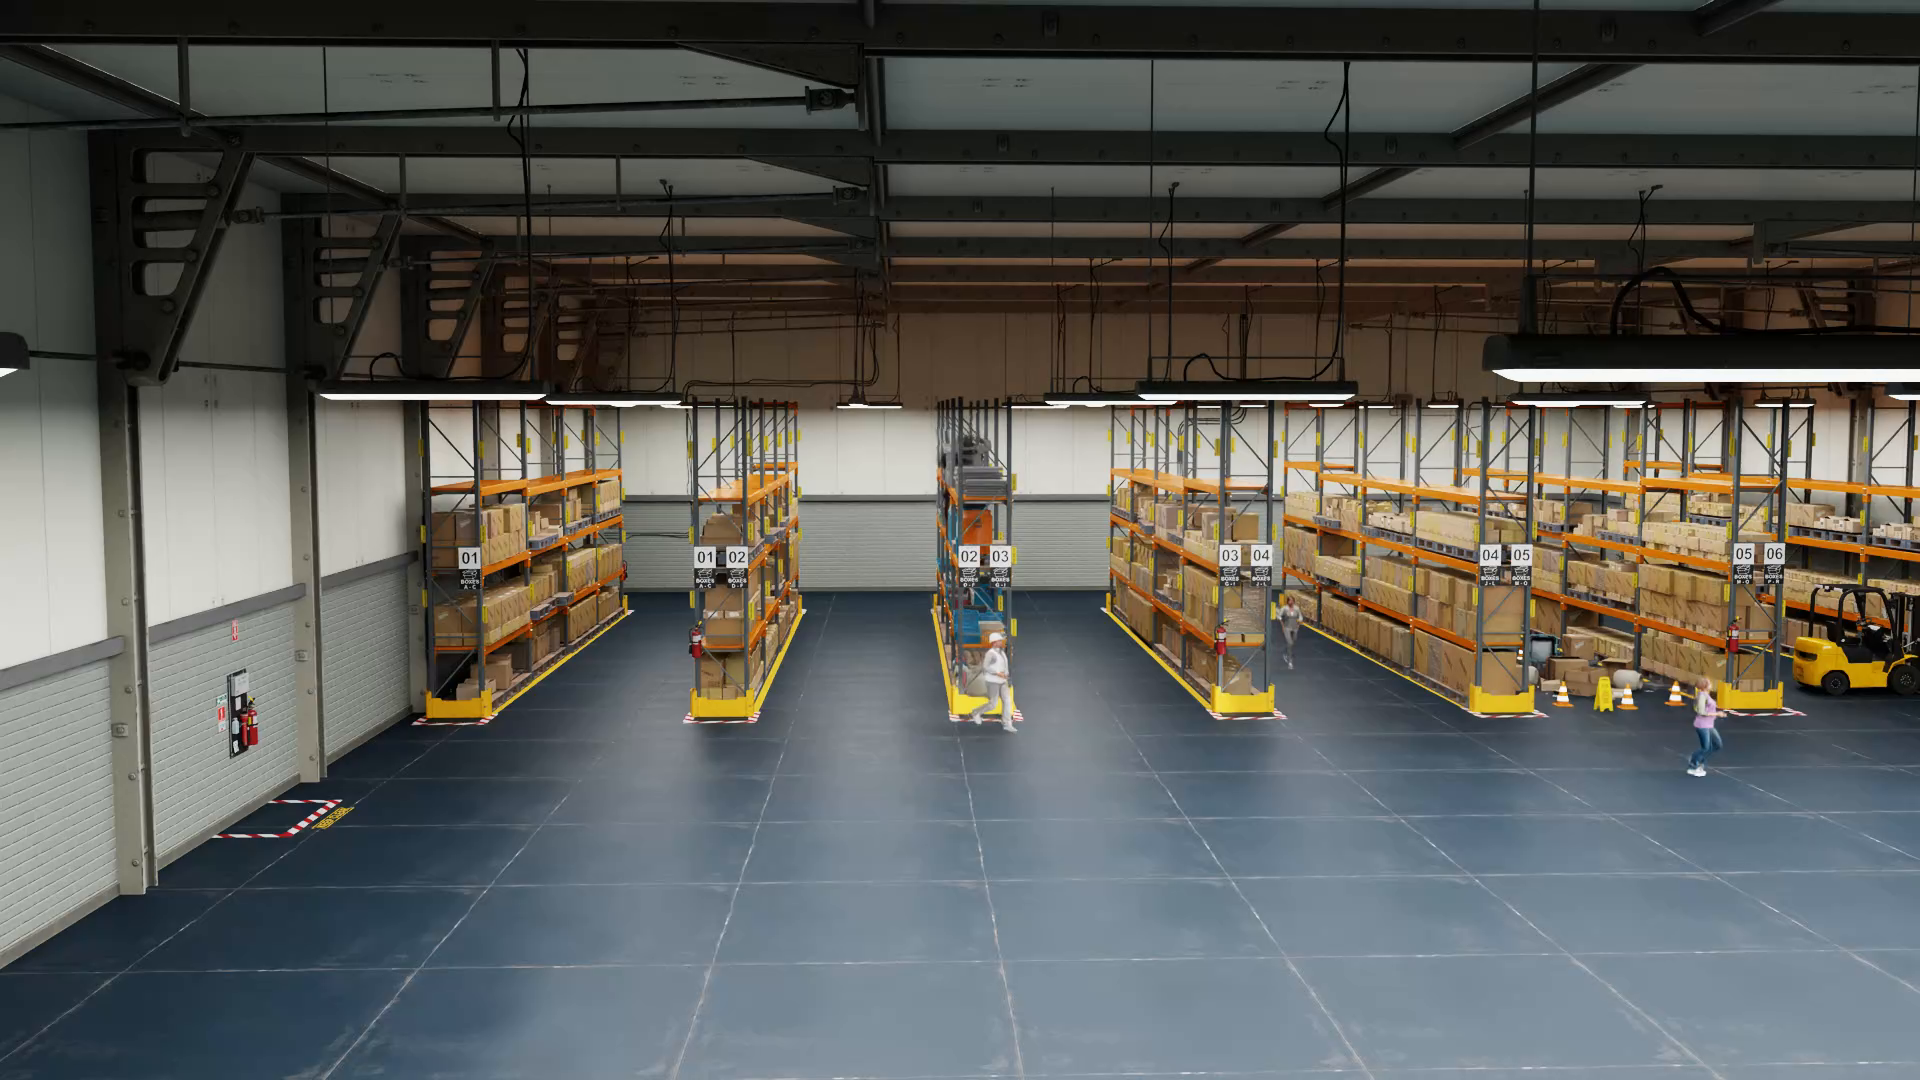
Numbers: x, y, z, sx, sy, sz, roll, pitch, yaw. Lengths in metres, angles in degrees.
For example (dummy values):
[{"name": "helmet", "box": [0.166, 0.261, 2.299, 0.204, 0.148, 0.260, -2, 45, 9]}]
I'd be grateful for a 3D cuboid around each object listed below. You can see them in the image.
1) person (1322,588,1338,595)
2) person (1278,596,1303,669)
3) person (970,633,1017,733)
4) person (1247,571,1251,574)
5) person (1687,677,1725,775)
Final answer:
[{"name": "person", "box": [10.923, 1.100, 49.018, 0.777, 1.716, 0.674, 0, 4, 2]}, {"name": "person", "box": [7.409, 2.040, 37.334, 0.536, 1.612, 0.775, -1, 4, -7]}, {"name": "person", "box": [0.653, 2.544, 29.822, 0.951, 1.768, 0.690, 3, 5, 33]}, {"name": "person", "box": [8.108, 1.381, 45.494, 0.721, 1.664, 0.954, 0, 4, -1]}, {"name": "person", "box": [11.699, 2.917, 26.015, 0.570, 1.560, 0.520, 3, 5, 34]}]
